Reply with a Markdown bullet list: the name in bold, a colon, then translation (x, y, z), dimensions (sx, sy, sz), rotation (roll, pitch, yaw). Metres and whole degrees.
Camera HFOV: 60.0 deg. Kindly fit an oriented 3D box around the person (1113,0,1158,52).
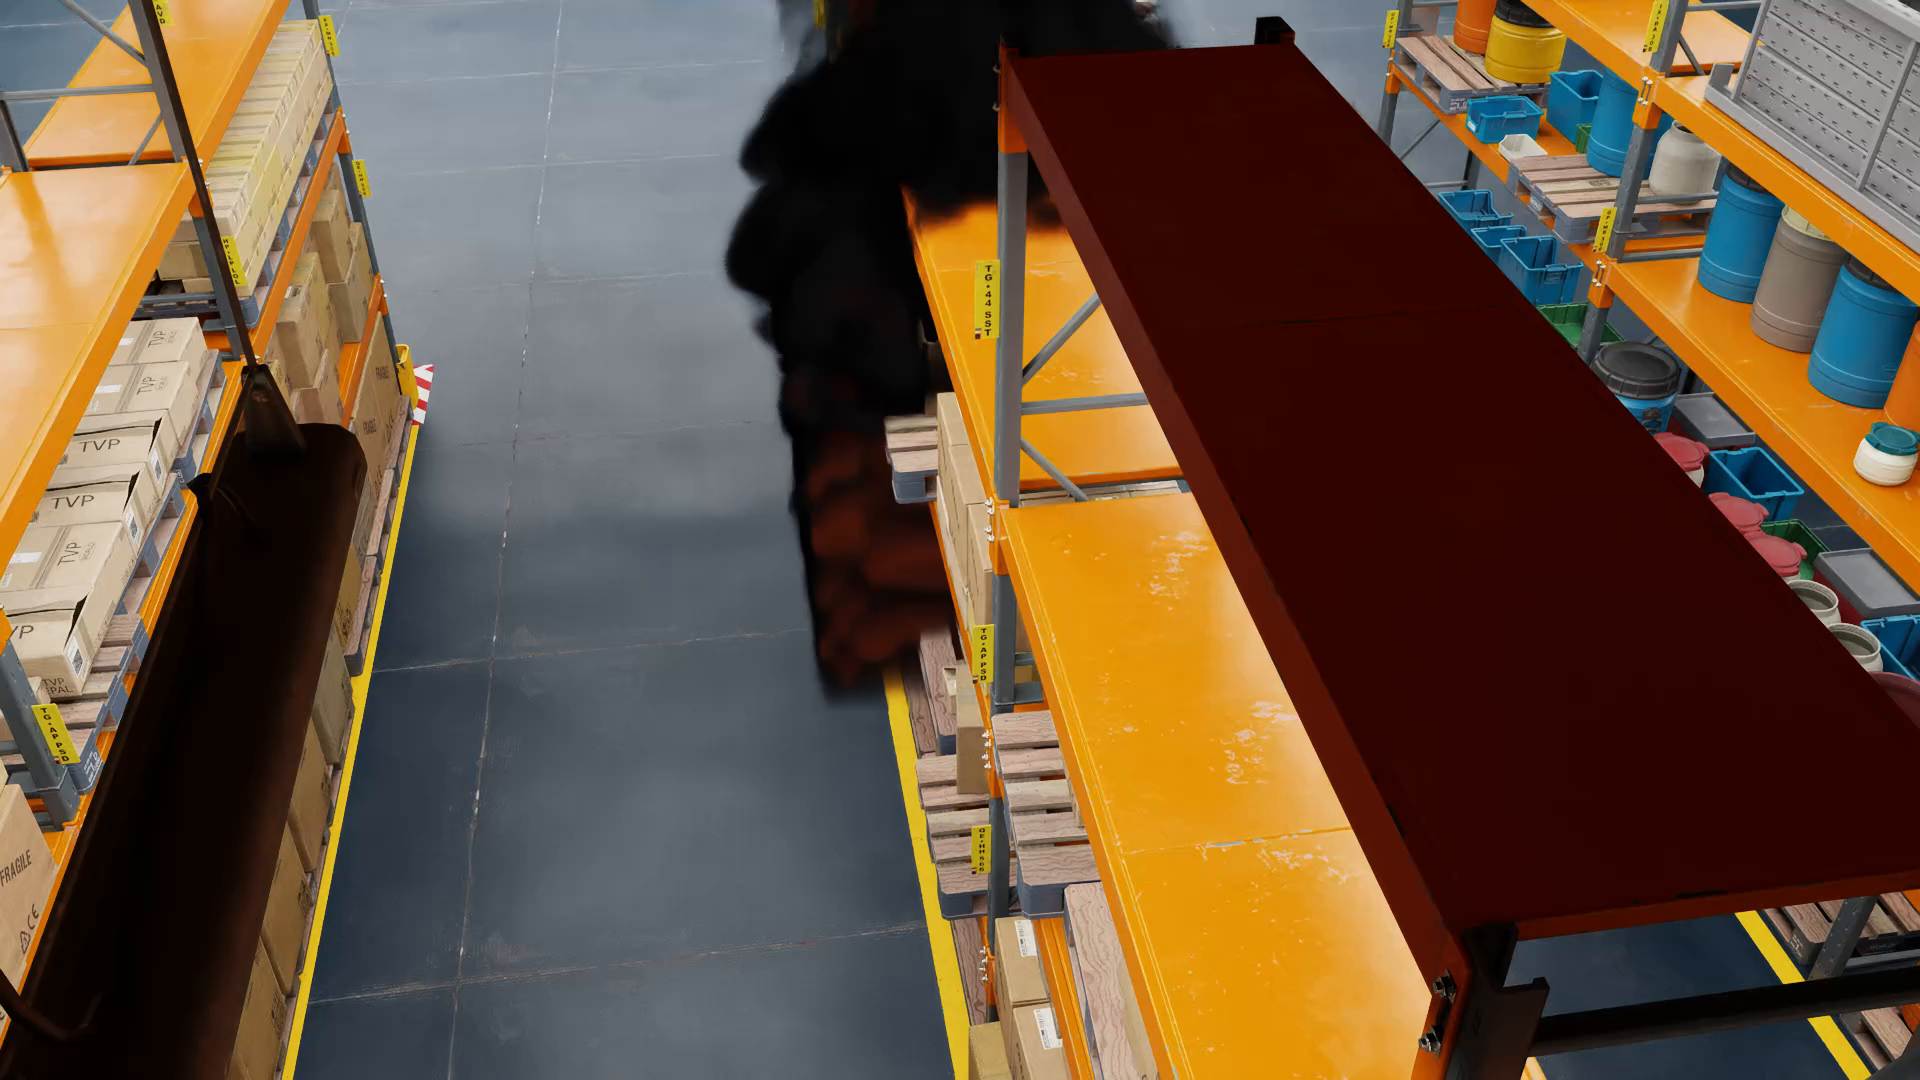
- **person**: translation (2.085, -5.584, 19.575), dimensions (0.648, 1.756, 0.679), rotation (11, 38, 15)
